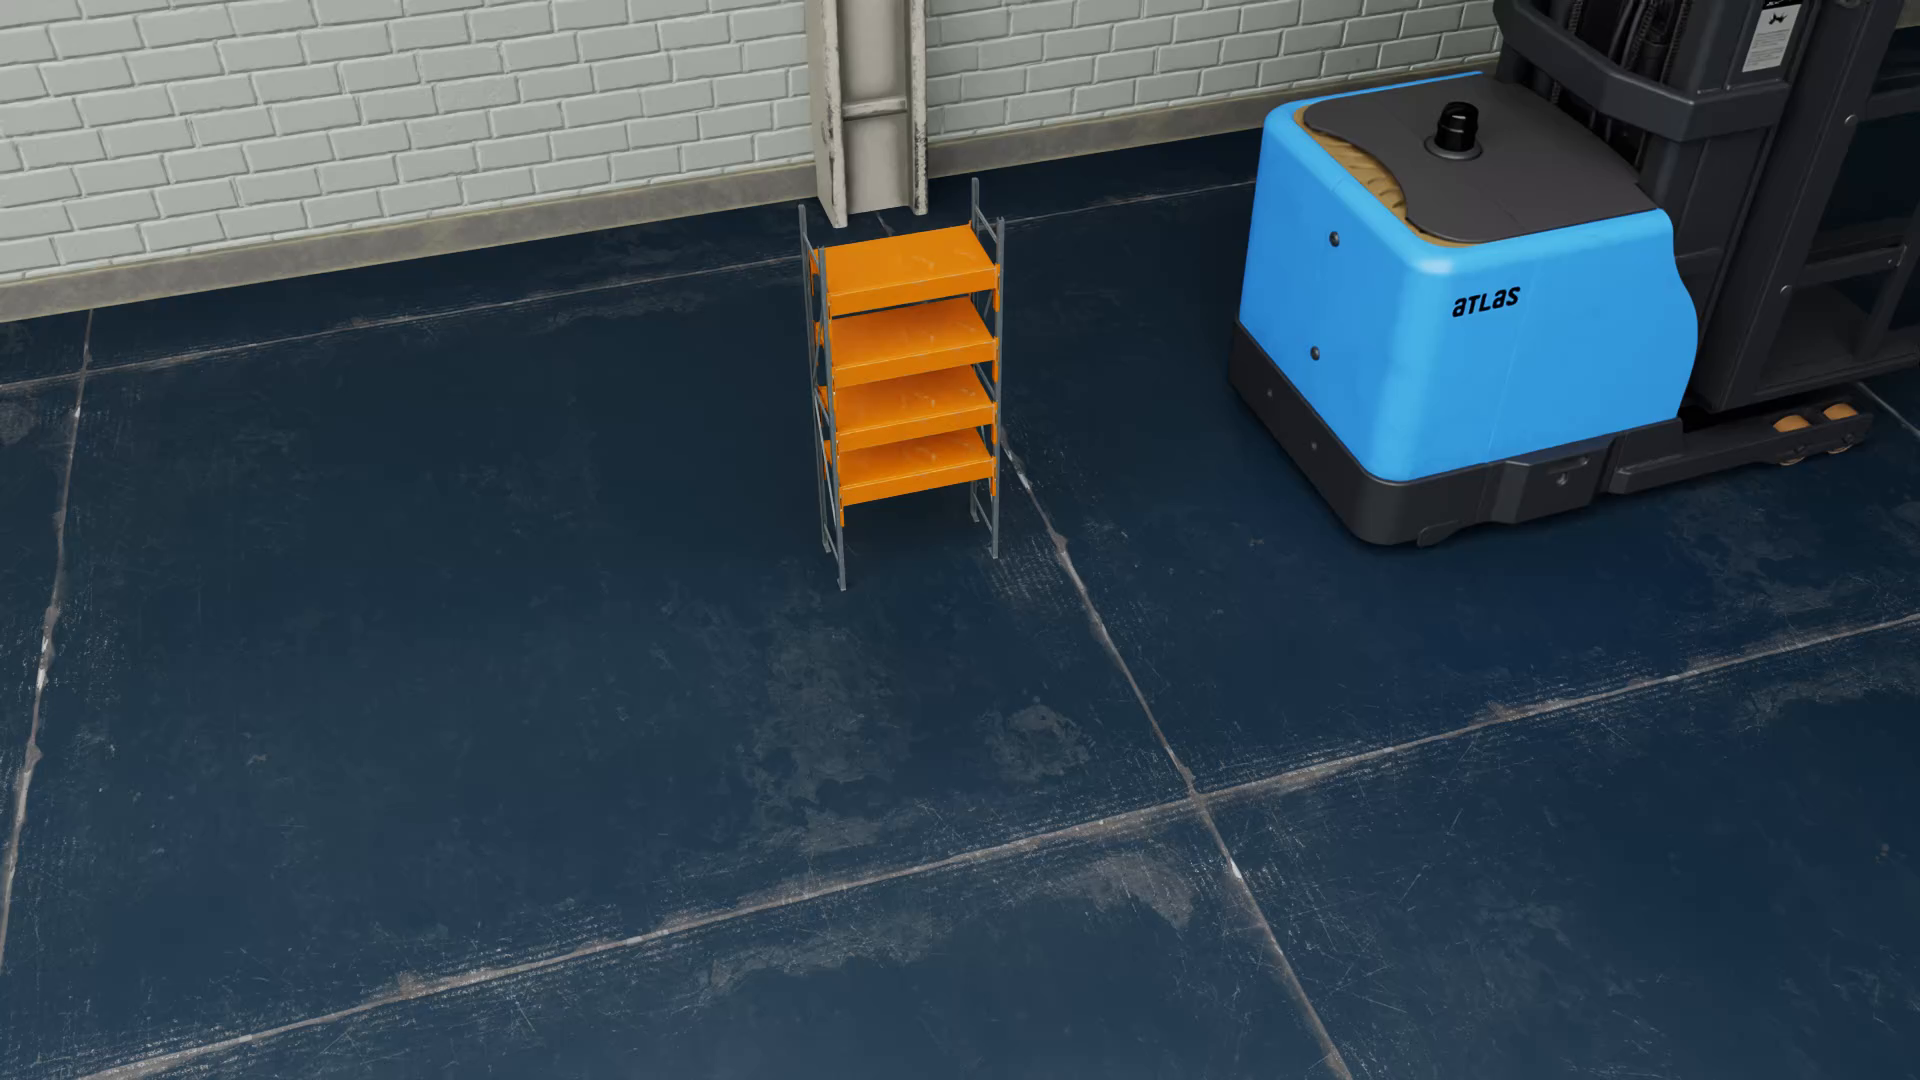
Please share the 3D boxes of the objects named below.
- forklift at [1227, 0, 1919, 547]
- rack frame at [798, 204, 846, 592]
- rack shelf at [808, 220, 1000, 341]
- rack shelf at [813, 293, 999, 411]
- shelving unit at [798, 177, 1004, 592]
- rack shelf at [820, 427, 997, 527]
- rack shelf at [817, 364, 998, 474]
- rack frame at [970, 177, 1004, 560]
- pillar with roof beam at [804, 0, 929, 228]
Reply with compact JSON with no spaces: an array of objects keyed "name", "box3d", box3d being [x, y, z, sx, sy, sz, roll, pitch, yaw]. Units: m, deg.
[{"name":"forklift","box3d":[2.505,-1.668,4.931,3.031,2.935,1.130,-13,43,-14]},{"name":"rack frame","box3d":[-0.391,-0.371,4.763,0.015,1.200,0.240,-12,42,-13]},{"name":"rack shelf","box3d":[-0.158,-0.715,4.559,0.480,0.148,0.258,-12,42,-13]},{"name":"rack shelf","box3d":[-0.158,-0.537,4.715,0.480,0.148,0.258,-12,42,-13]},{"name":"shelving unit","box3d":[-0.158,-0.419,4.818,0.503,1.200,0.258,-12,42,-13]},{"name":"rack shelf","box3d":[-0.158,-0.219,4.993,0.480,0.148,0.258,-12,42,-13]},{"name":"rack shelf","box3d":[-0.158,-0.368,4.862,0.480,0.148,0.258,-12,42,-13]},{"name":"rack frame","box3d":[0.075,-0.467,4.873,0.015,1.200,0.240,-12,42,-13]},{"name":"pillar with roof beam","box3d":[0.931,-2.075,0.786,0.400,9.000,9.100,-12,42,-13]}]
